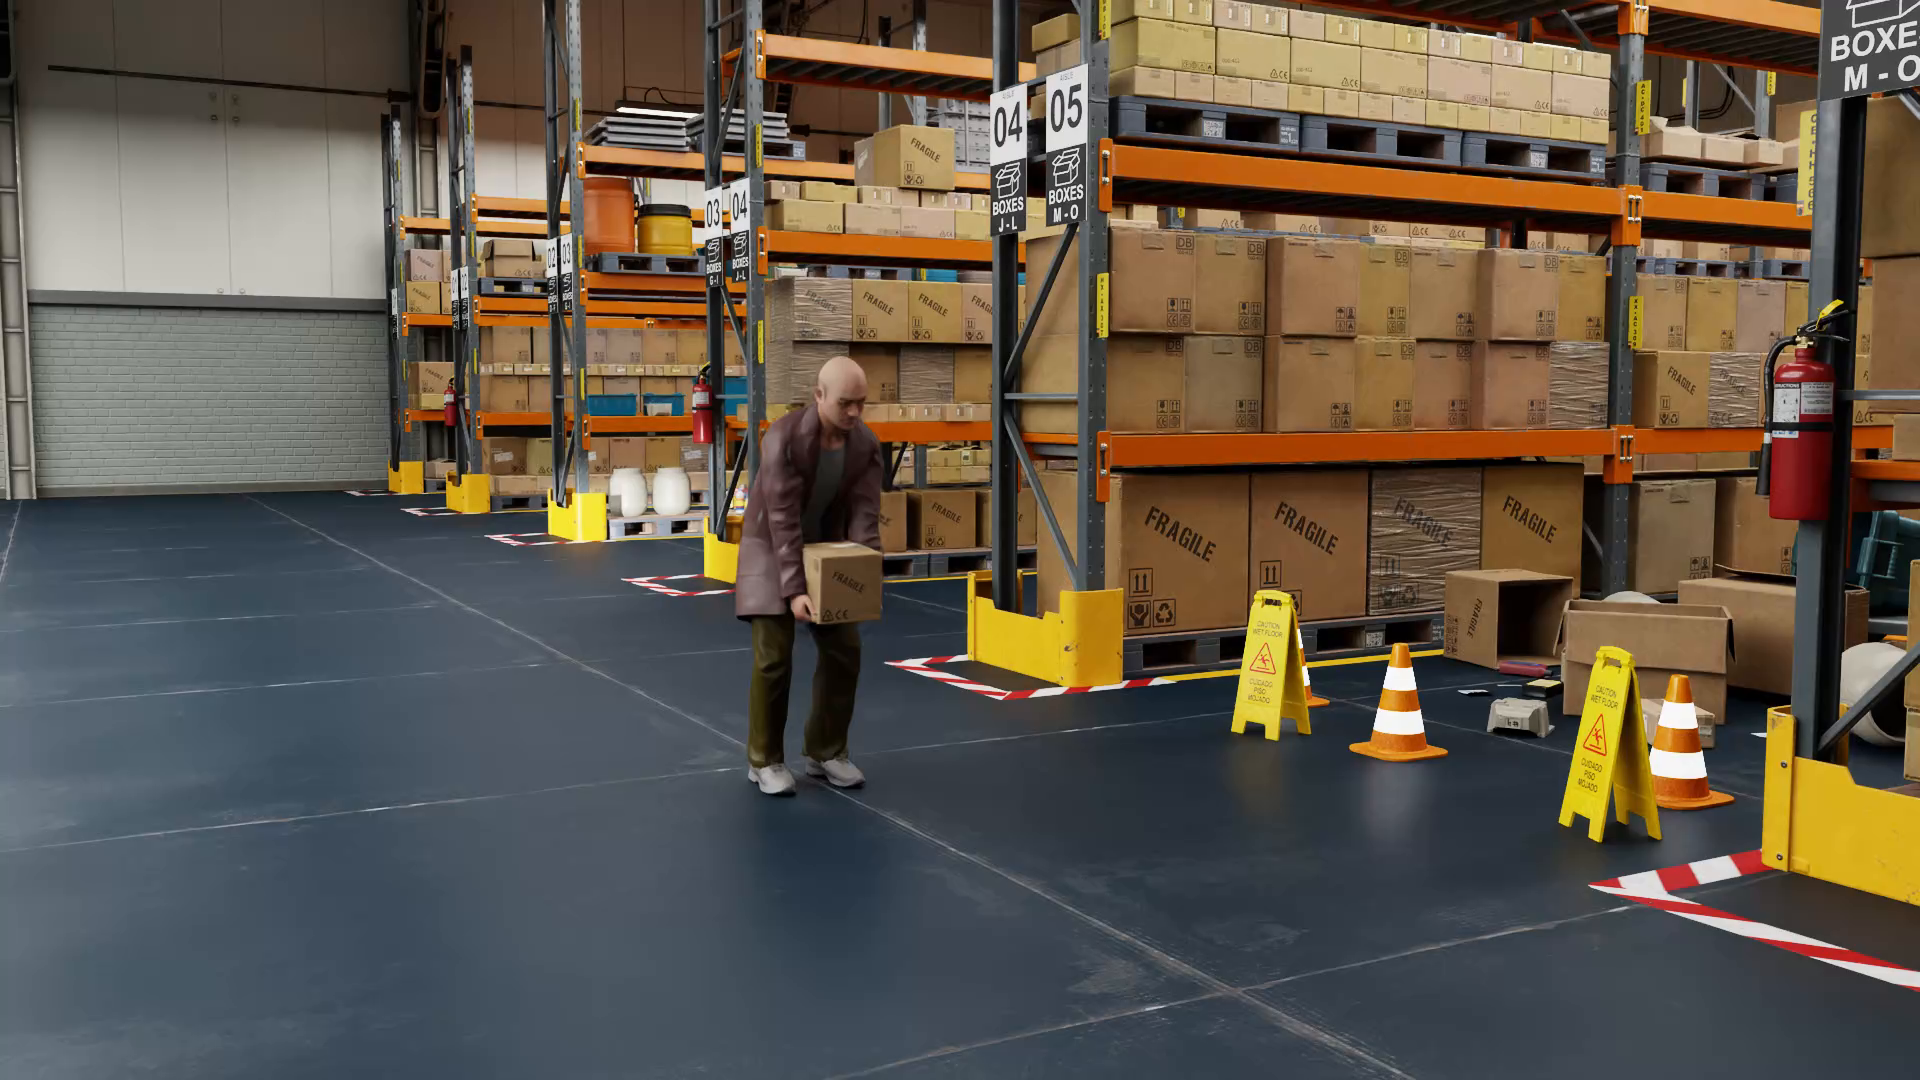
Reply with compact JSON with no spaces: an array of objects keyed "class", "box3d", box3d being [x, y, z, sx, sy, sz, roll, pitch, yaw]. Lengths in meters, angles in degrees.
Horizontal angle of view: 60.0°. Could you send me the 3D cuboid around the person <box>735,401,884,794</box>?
[{"class":"person","box3d":[-0.585,0.211,6.367,0.546,1.504,0.570,-3,6,-30]}]
